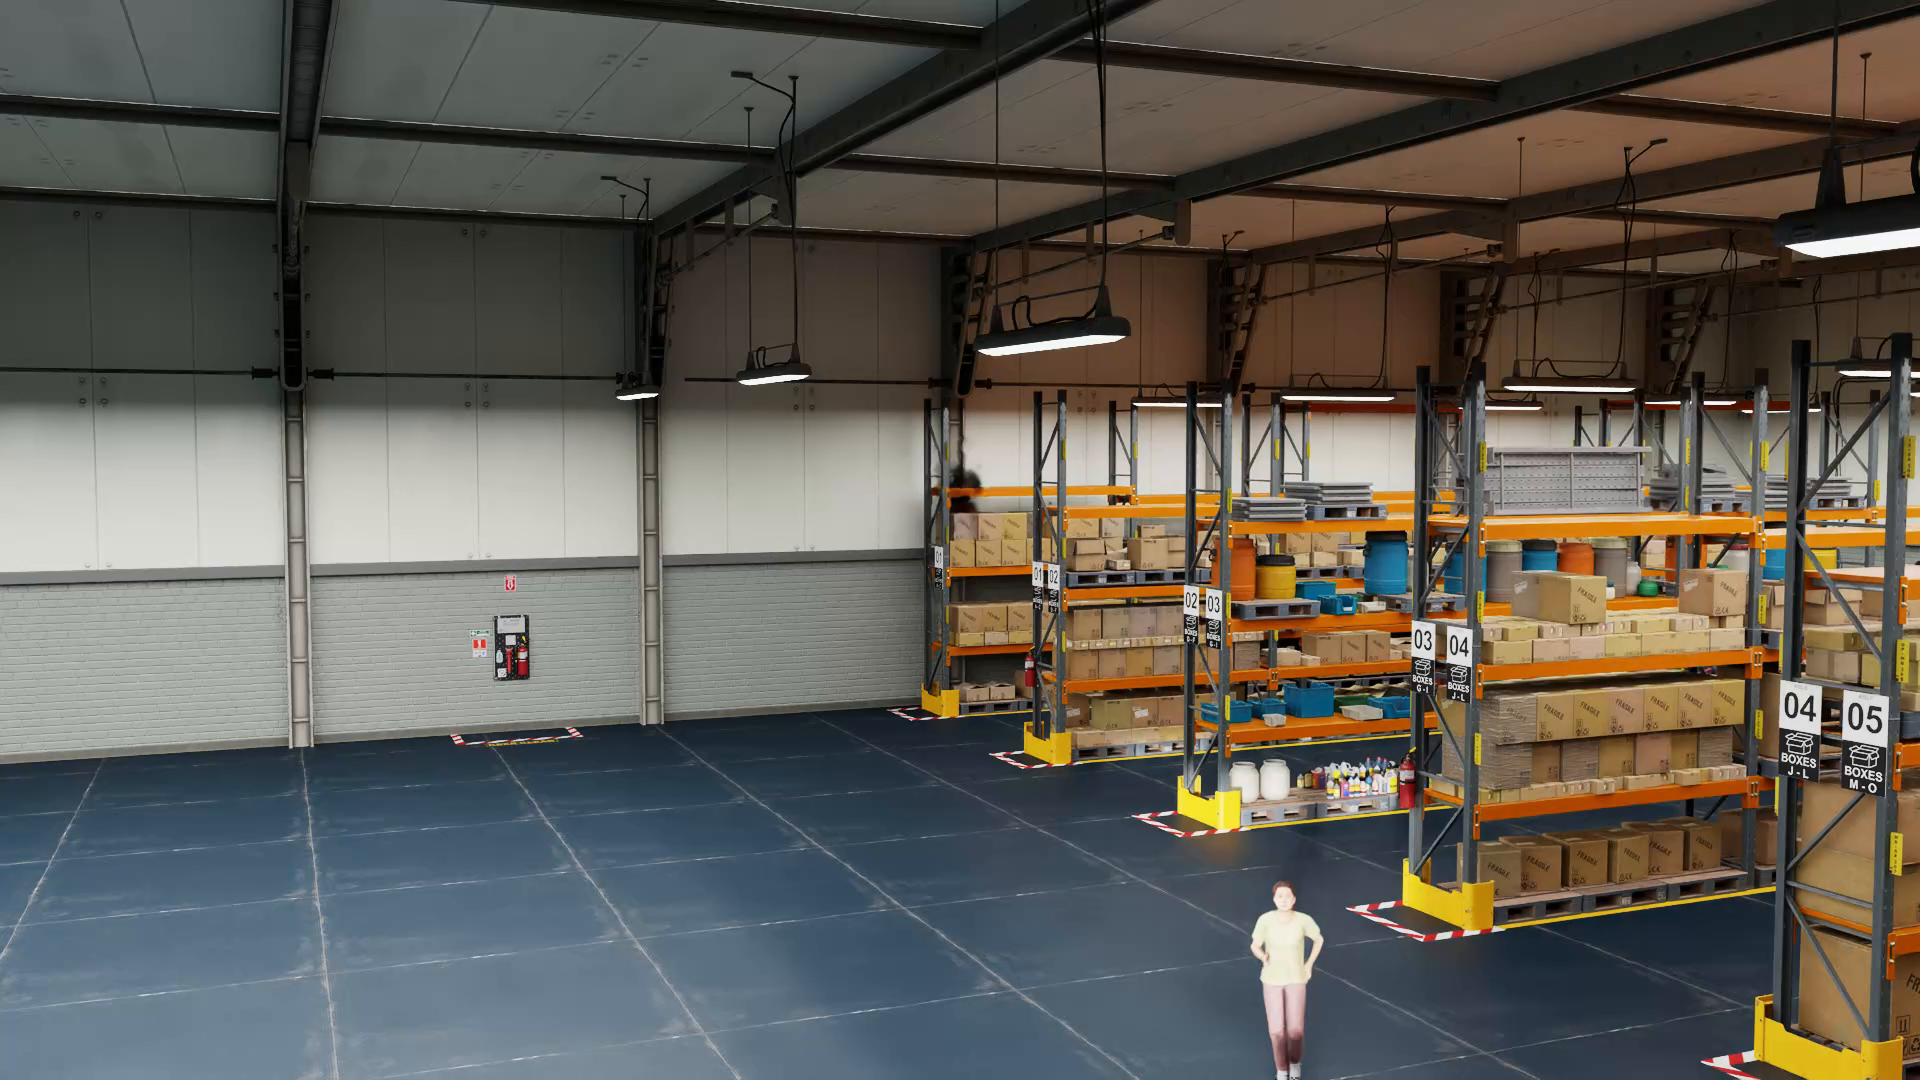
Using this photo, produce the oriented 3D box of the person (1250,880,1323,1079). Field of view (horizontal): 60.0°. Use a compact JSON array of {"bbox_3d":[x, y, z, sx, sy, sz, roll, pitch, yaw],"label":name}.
[{"bbox_3d":[2.598,3.548,13.293,0.567,1.628,0.549,1,3,15],"label":"person"}]
